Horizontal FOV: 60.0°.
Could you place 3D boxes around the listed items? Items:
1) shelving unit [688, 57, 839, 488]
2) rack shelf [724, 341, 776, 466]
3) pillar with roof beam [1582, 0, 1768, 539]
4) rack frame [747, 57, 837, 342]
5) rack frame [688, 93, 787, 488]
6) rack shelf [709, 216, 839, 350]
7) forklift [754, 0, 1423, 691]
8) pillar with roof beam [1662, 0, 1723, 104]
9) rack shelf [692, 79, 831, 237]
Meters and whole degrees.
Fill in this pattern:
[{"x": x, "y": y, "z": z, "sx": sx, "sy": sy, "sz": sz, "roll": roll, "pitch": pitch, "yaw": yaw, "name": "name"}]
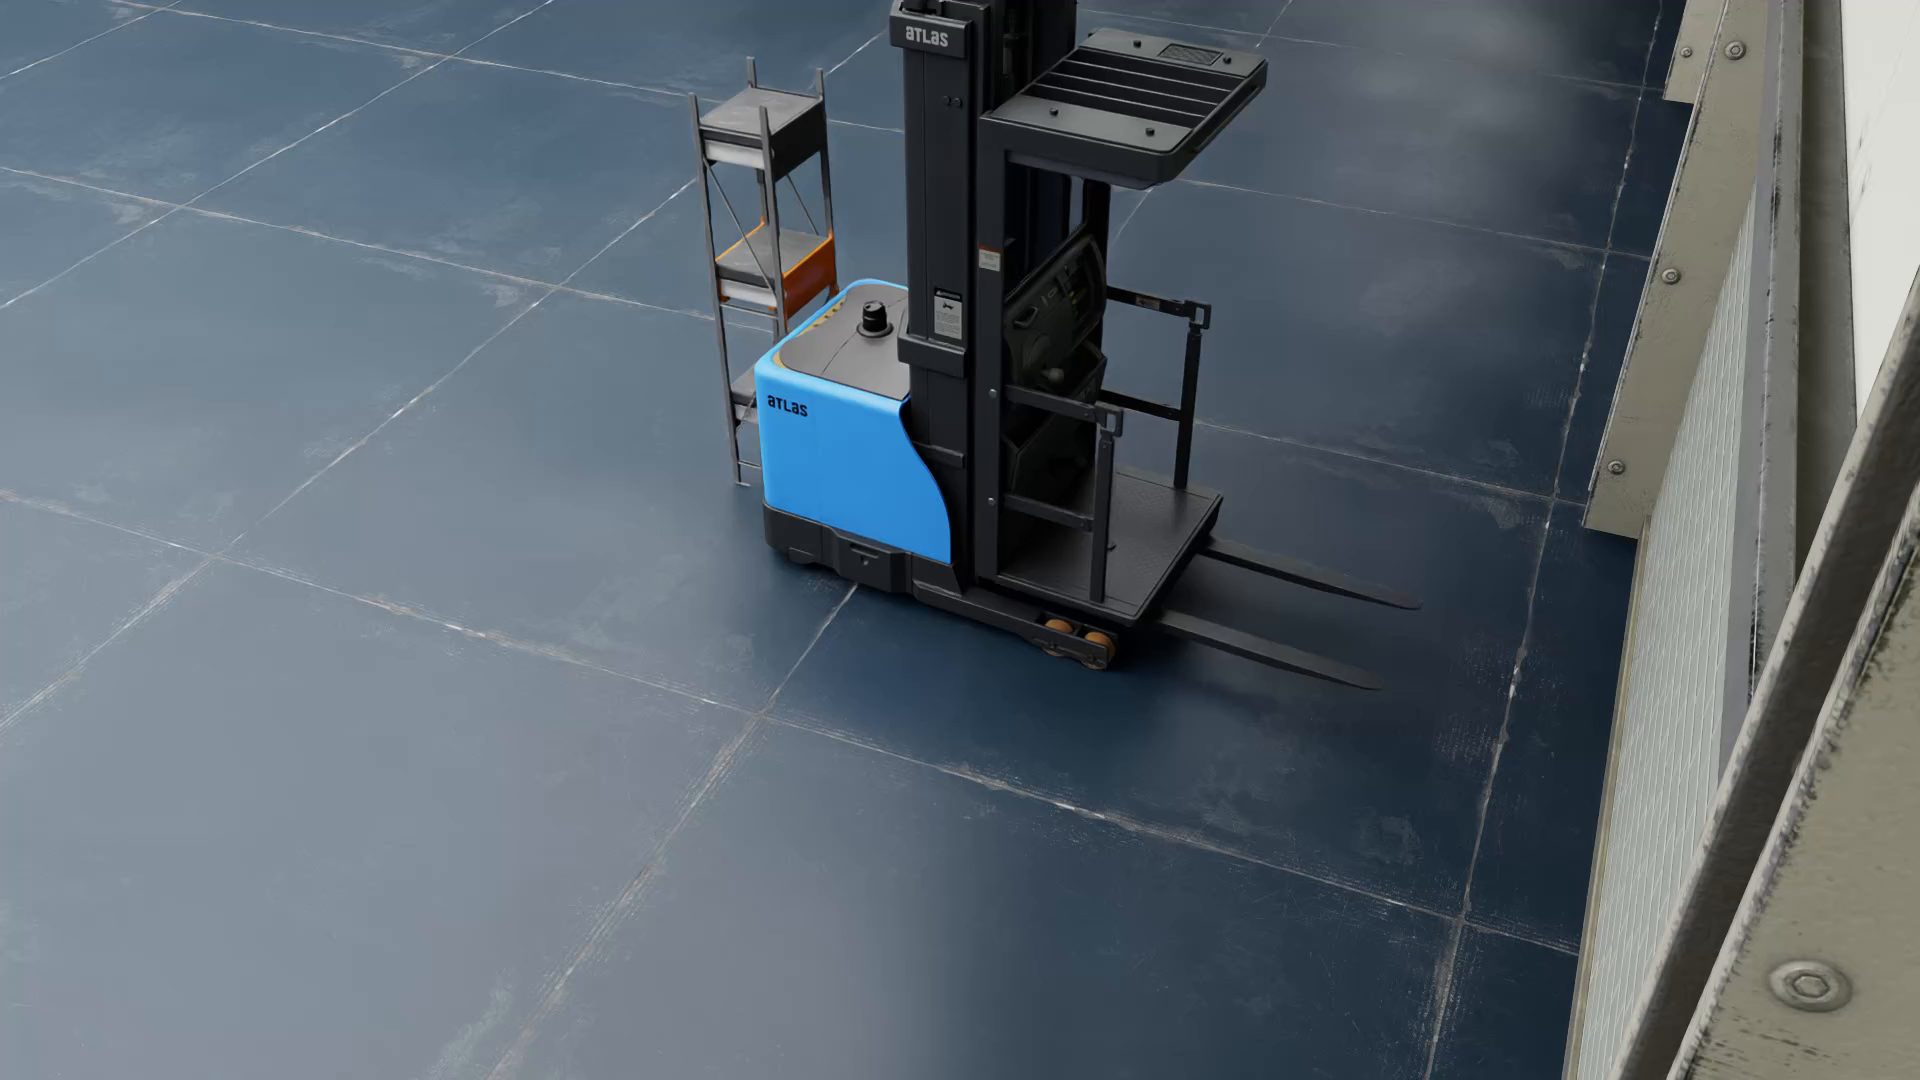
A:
[{"x": -0.900, "y": -1.225, "z": 8.127, "sx": 0.431, "sy": 2.100, "sz": 0.503, "roll": 15, "pitch": 39, "yaw": 21, "name": "shelving unit"}, {"x": -0.888, "y": -0.649, "z": 8.549, "sx": 0.431, "sy": 0.518, "sz": 0.480, "roll": 15, "pitch": 39, "yaw": 21, "name": "rack shelf"}, {"x": -0.646, "y": -4.727, "z": 7.058, "sx": 9.100, "sy": 9.000, "sz": 0.400, "roll": 14, "pitch": 39, "yaw": 18, "name": "pillar with roof beam"}, {"x": -0.793, "y": -1.356, "z": 8.303, "sx": 0.400, "sy": 2.100, "sz": 0.015, "roll": 15, "pitch": 39, "yaw": 21, "name": "rack frame"}, {"x": -1.008, "y": -1.094, "z": 7.952, "sx": 0.400, "sy": 2.100, "sz": 0.015, "roll": 15, "pitch": 39, "yaw": 21, "name": "rack frame"}, {"x": -0.900, "y": -1.214, "z": 8.135, "sx": 0.431, "sy": 0.518, "sz": 0.480, "roll": 15, "pitch": 39, "yaw": 21, "name": "rack shelf"}, {"x": 0.595, "y": -0.959, "z": 7.084, "sx": 3.031, "sy": 2.935, "sz": 1.130, "roll": 17, "pitch": 40, "yaw": 22, "name": "forklift"}, {"x": 1.637, "y": -8.049, "z": 11.502, "sx": 9.100, "sy": 9.000, "sz": 0.400, "roll": 14, "pitch": 39, "yaw": 18, "name": "pillar with roof beam"}, {"x": -0.912, "y": -1.778, "z": 7.721, "sx": 0.431, "sy": 0.518, "sz": 0.480, "roll": 15, "pitch": 39, "yaw": 21, "name": "rack shelf"}]
